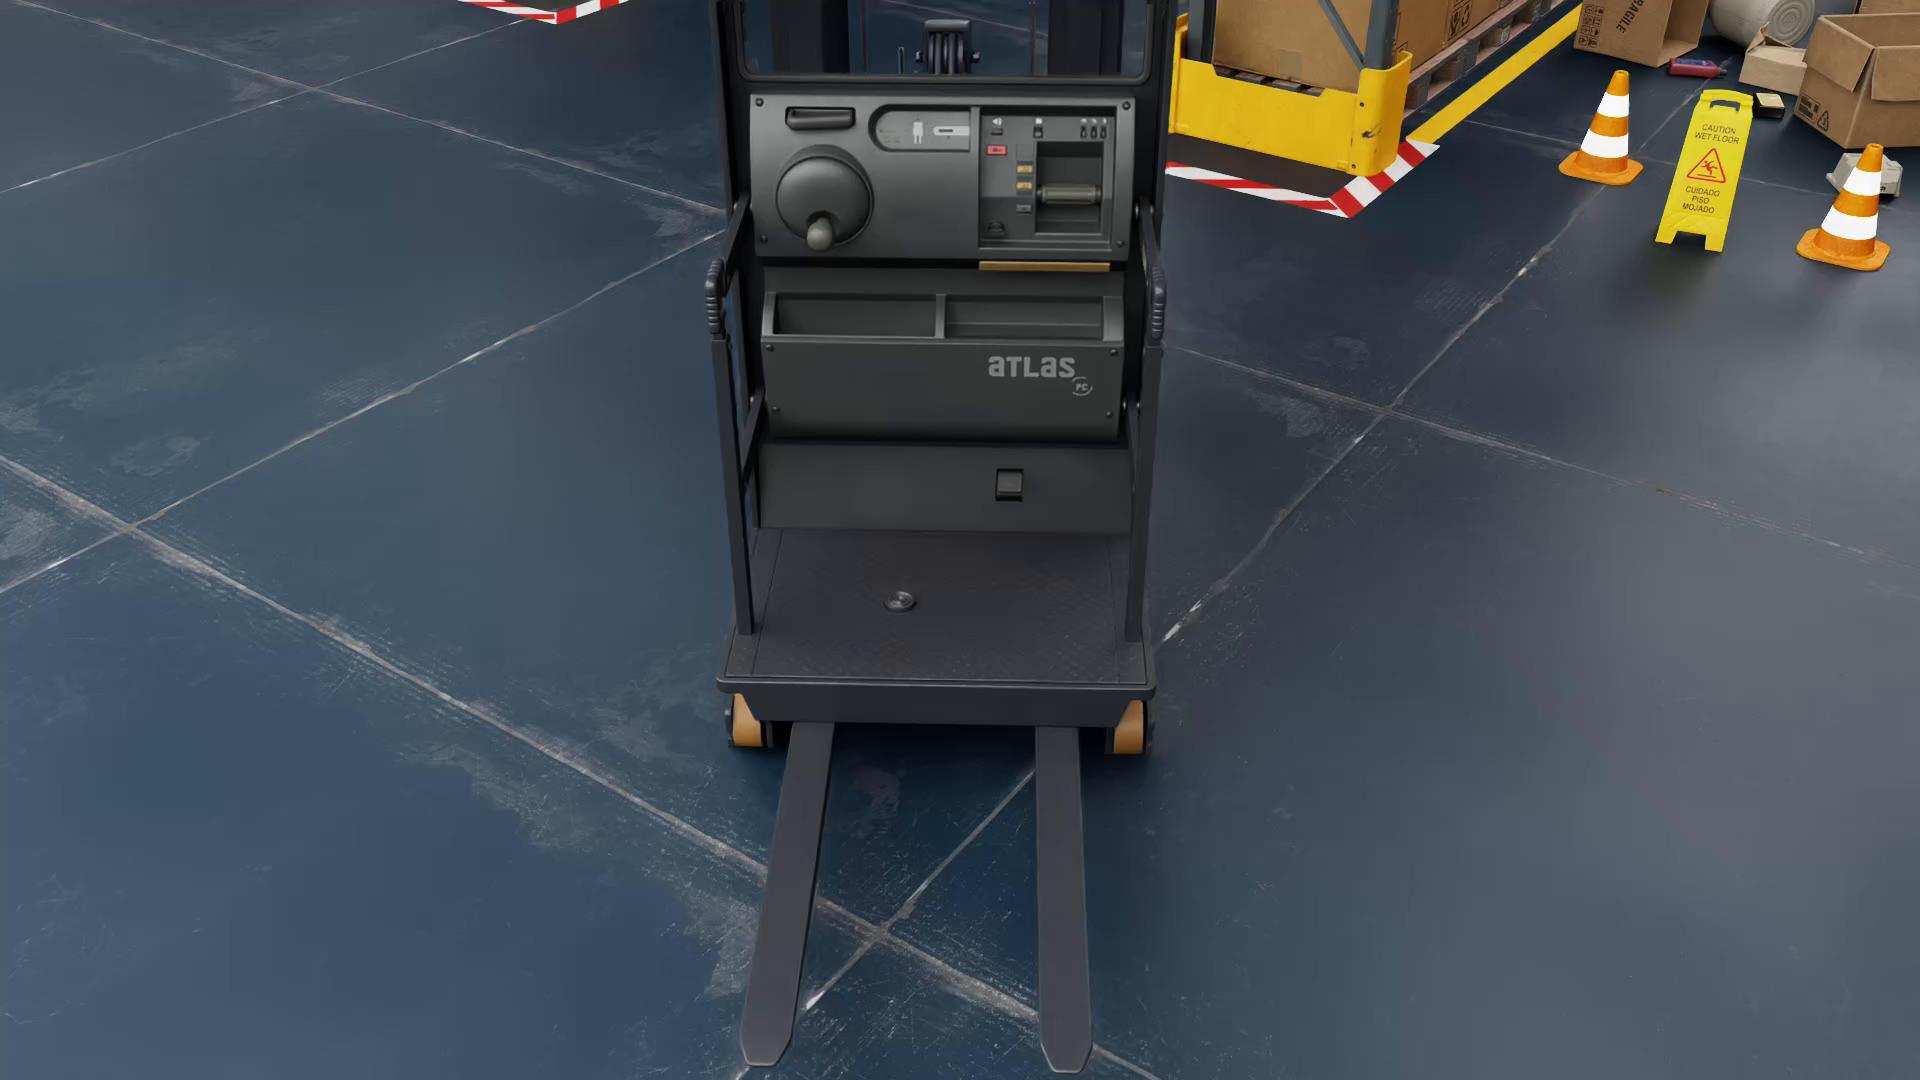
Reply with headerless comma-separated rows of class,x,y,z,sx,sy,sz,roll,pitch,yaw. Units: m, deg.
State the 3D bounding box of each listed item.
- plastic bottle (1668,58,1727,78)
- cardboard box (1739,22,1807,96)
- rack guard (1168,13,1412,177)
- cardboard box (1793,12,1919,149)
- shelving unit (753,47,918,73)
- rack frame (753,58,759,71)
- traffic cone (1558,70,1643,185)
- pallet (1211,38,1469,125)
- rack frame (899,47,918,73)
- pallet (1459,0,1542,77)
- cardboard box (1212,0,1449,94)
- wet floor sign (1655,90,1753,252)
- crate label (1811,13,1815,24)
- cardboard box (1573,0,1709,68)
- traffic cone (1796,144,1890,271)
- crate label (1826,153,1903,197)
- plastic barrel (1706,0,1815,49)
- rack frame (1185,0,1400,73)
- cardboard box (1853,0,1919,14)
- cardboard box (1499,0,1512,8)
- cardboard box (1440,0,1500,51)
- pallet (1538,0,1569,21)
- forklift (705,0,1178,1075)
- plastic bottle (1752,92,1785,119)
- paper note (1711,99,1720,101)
plastic bottle,3.970,-2.538,8.949,0.283,0.061,0.133,8,35,12
cardboard box,4.360,-2.527,8.750,0.396,0.266,0.258,29,44,36
rack guard,1.533,-2.151,7.985,1.175,0.500,0.348,21,39,28
cardboard box,4.592,-2.246,8.122,0.797,0.503,0.637,-3,34,-4
shelving unit,-0.406,-1.048,5.729,0.503,1.200,0.258,-8,35,-11
rack frame,-0.643,-1.016,5.682,0.015,1.200,0.240,-8,35,-11
traffic cone,3.016,-1.938,7.703,0.336,0.463,0.334,21,39,28
pallet,1.938,-2.436,8.663,1.003,0.211,1.213,21,39,28
rack frame,-0.169,-1.080,5.777,0.015,1.200,0.240,-8,35,-11
pallet,2.634,-2.995,9.490,1.003,0.211,1.213,21,39,28
cardboard box,1.879,-2.825,8.271,0.875,0.875,0.875,21,40,28
wet floor sign,3.157,-1.577,7.006,0.267,0.644,0.232,14,37,20
crate label,4.762,-3.033,9.613,0.298,0.136,0.250,-3,34,-4
cardboard box,3.785,-2.962,9.182,0.500,0.500,0.500,29,44,36
traffic cone,3.750,-1.421,6.937,0.336,0.463,0.334,21,39,28
crate label,4.148,-1.667,7.593,0.250,0.136,0.298,3,34,4
plastic barrel,4.441,-2.960,9.248,0.421,0.421,0.512,-9,35,-13
rack frame,1.547,-3.198,7.301,1.000,3.000,0.127,21,39,28
cardboard box,5.119,-2.735,8.725,0.797,0.637,0.503,21,39,28
cardboard box,2.900,-3.649,9.491,0.875,0.875,0.875,22,40,29
cardboard box,2.379,-3.231,8.871,0.875,0.875,0.875,21,39,27
pallet,3.329,-3.559,10.324,1.003,0.211,1.213,21,39,28
forklift,-0.047,-0.827,3.857,1.130,2.935,3.031,1,34,1
plastic bottle,4.122,-2.230,8.493,0.133,0.061,0.283,8,35,12
paper note,3.927,-2.289,8.626,0.123,0.001,0.032,-15,37,-21
